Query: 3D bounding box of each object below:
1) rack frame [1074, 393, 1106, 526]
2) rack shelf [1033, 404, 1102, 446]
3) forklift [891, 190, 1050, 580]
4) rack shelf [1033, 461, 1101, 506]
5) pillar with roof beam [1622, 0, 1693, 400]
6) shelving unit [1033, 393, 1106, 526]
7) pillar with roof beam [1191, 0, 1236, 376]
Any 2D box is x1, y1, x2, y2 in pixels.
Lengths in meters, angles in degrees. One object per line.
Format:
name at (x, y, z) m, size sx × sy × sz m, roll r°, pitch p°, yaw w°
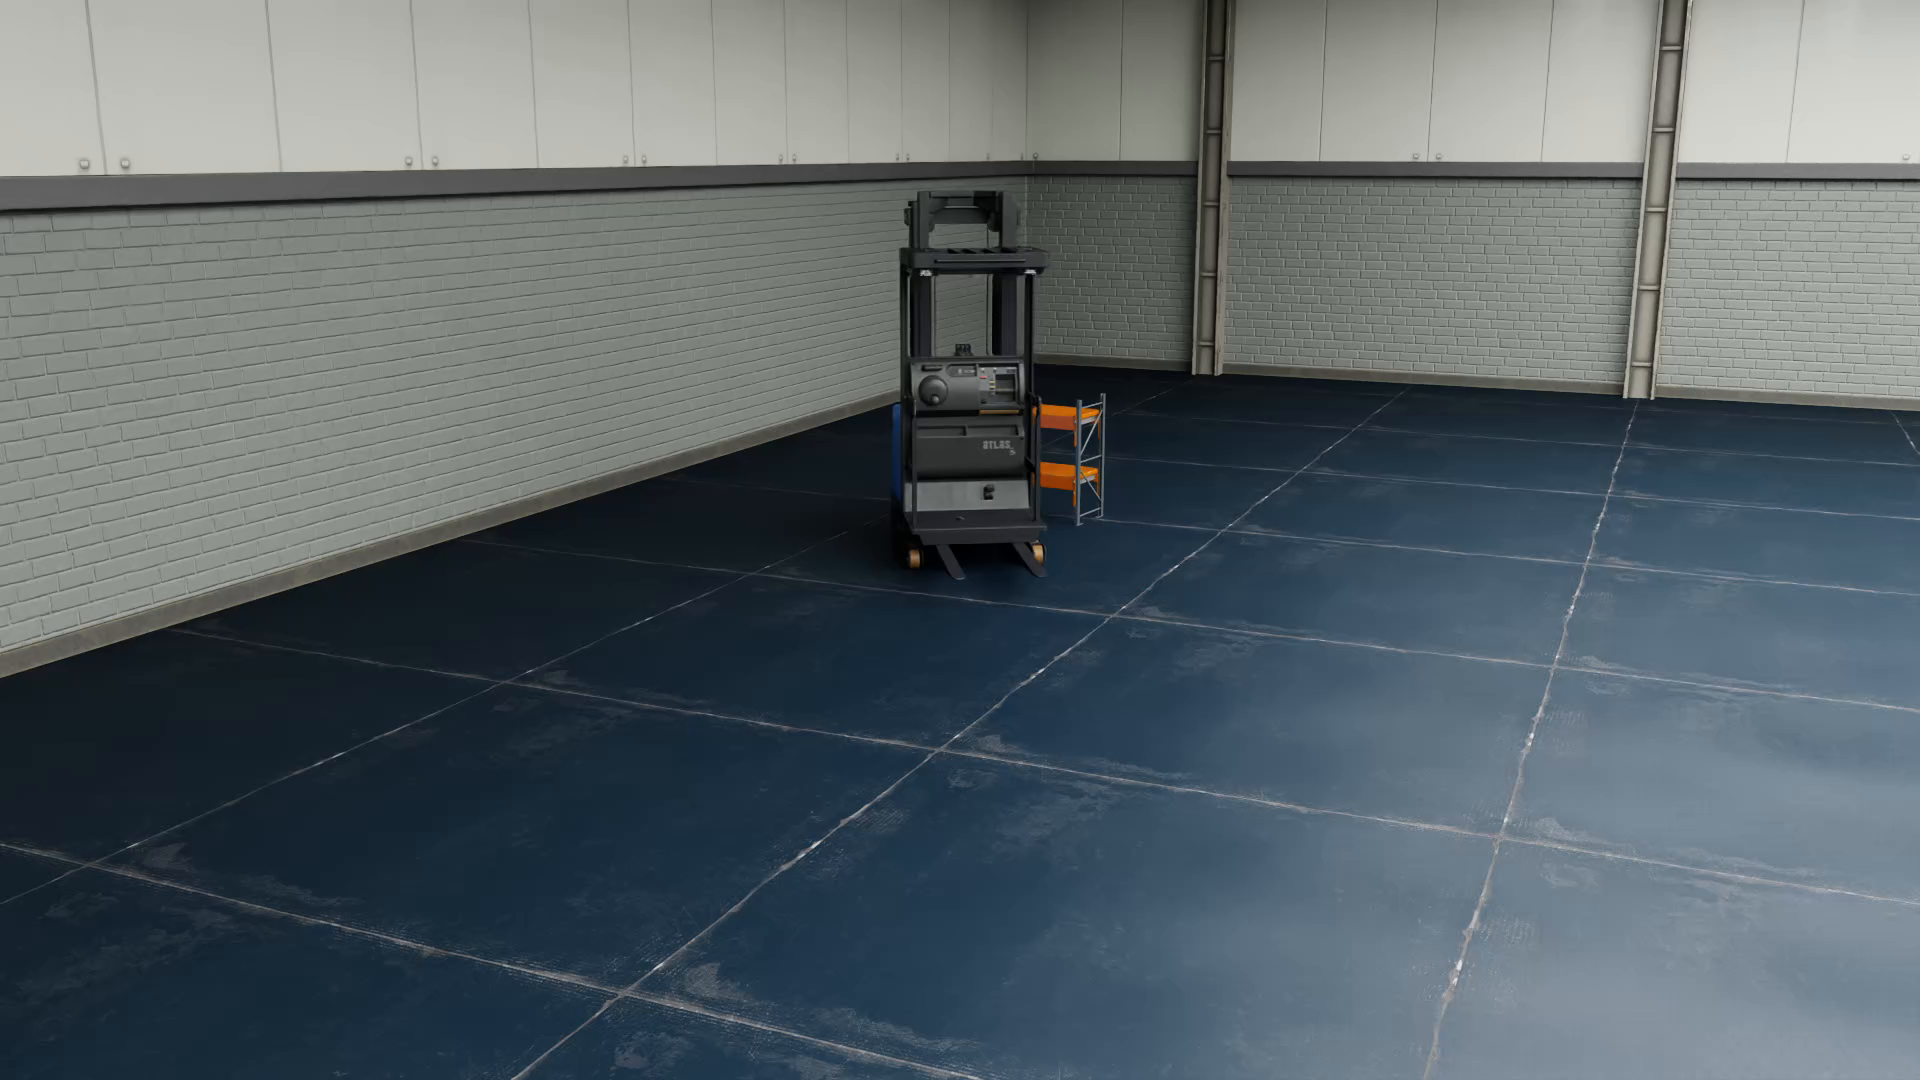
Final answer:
rack frame at (1.163, -0.721, 14.865) m, size 0.032 × 1.125 × 0.500 m, roll 8°, pitch 15°, yaw 31°
rack shelf at (0.731, -1.067, 15.061) m, size 1.000 × 0.278 × 0.538 m, roll 8°, pitch 15°, yaw 31°
forklift at (0.092, -1.278, 13.287) m, size 1.130 × 2.935 × 3.031 m, roll -2°, pitch 13°, yaw -7°
rack shelf at (0.731, -0.544, 15.183) m, size 1.000 × 0.278 × 0.538 m, roll 8°, pitch 15°, yaw 31°
pillar with roof beam at (7.435, -5.413, 17.623) m, size 0.400 × 9.000 × 9.100 m, roll 6°, pitch 14°, yaw 23°
shelving unit at (0.731, -0.783, 15.127) m, size 1.048 × 1.125 × 0.538 m, roll 8°, pitch 15°, yaw 31°
pillar with roof beam at (1.949, -5.968, 19.989) m, size 0.400 × 9.000 × 9.100 m, roll 6°, pitch 14°, yaw 23°
